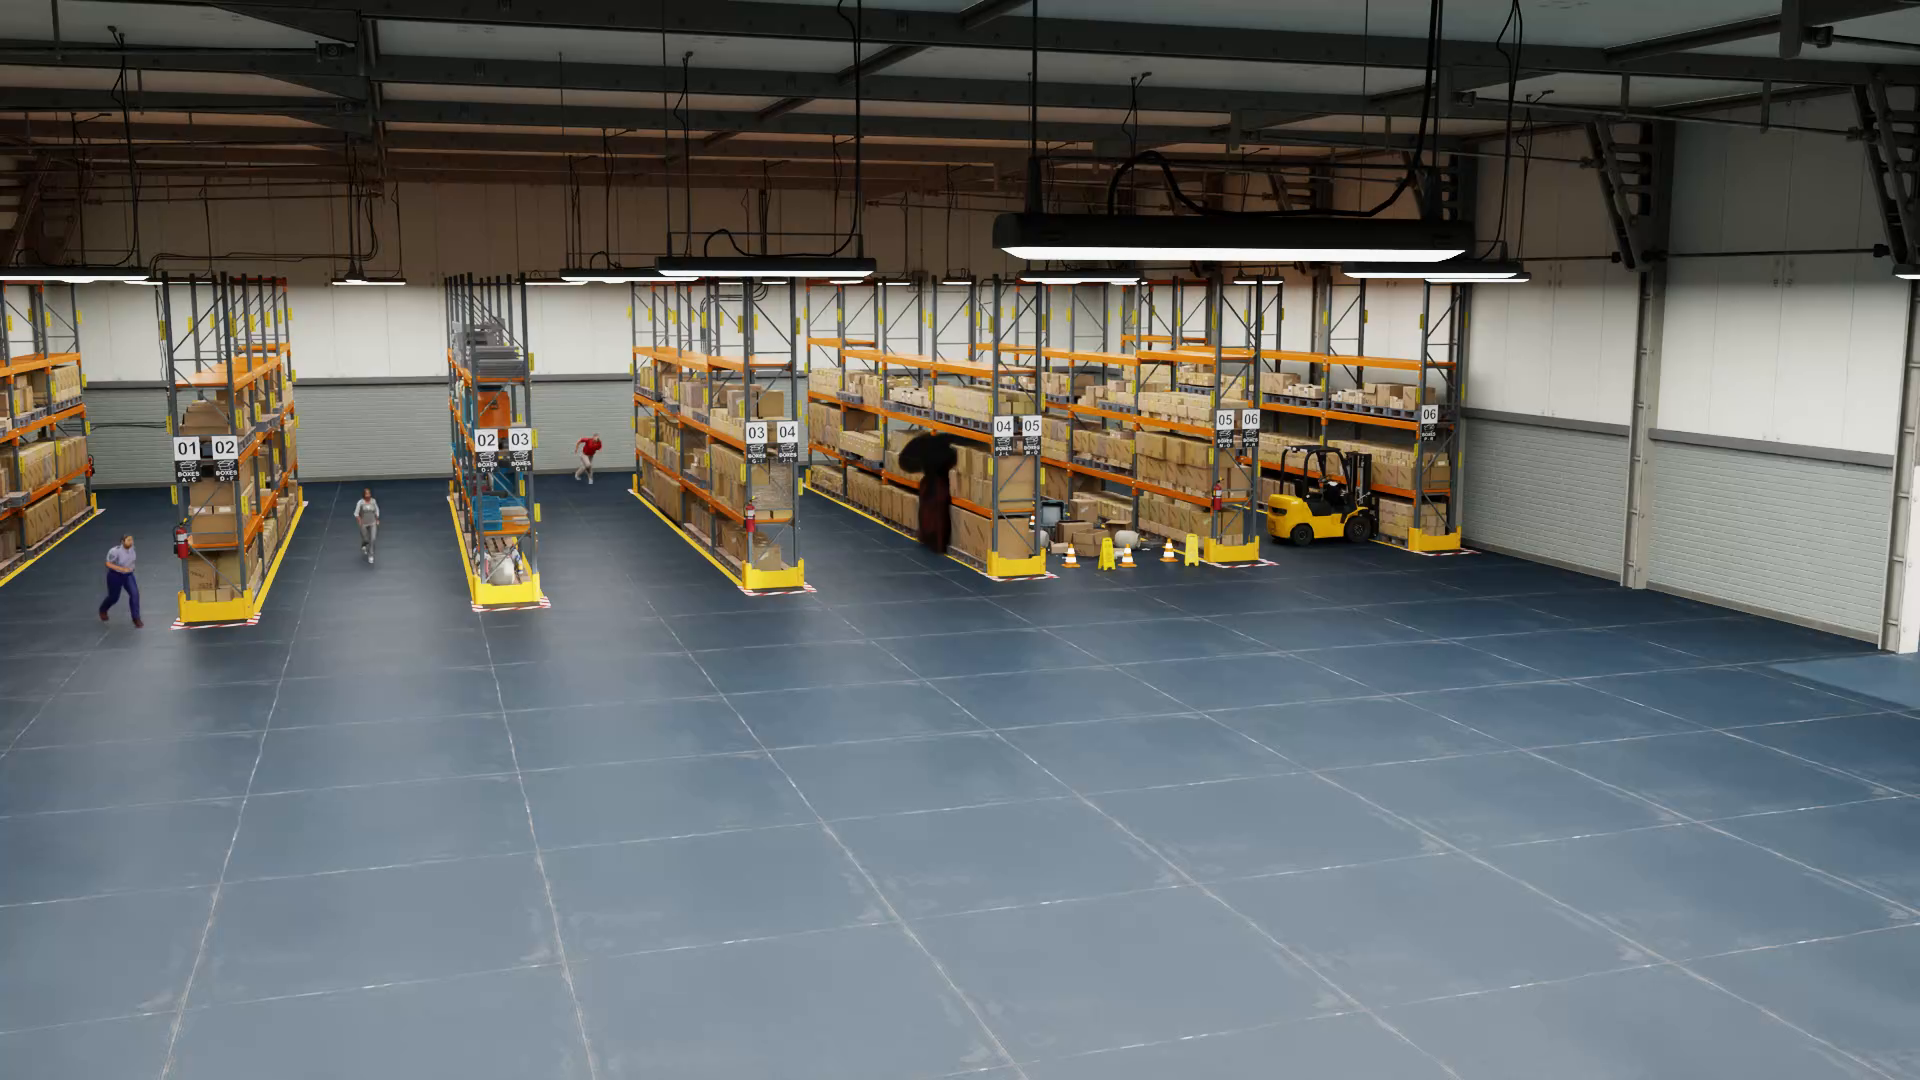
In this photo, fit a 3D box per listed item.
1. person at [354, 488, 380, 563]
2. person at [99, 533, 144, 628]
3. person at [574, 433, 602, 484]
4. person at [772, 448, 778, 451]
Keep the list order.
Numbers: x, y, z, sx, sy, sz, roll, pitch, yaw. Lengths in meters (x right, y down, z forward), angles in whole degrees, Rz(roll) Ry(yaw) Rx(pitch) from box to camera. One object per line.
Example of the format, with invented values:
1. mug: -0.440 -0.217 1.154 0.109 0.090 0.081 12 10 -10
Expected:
1. person: -12.515 -0.310 35.126 0.517 1.541 0.731 -4 10 -27
2. person: -14.353 0.665 28.412 1.051 1.612 0.636 4 10 26
3. person: -11.046 -2.428 49.327 1.181 1.515 0.680 9 12 44
4. person: -5.624 -2.501 48.936 0.695 1.725 0.671 -1 9 -9
